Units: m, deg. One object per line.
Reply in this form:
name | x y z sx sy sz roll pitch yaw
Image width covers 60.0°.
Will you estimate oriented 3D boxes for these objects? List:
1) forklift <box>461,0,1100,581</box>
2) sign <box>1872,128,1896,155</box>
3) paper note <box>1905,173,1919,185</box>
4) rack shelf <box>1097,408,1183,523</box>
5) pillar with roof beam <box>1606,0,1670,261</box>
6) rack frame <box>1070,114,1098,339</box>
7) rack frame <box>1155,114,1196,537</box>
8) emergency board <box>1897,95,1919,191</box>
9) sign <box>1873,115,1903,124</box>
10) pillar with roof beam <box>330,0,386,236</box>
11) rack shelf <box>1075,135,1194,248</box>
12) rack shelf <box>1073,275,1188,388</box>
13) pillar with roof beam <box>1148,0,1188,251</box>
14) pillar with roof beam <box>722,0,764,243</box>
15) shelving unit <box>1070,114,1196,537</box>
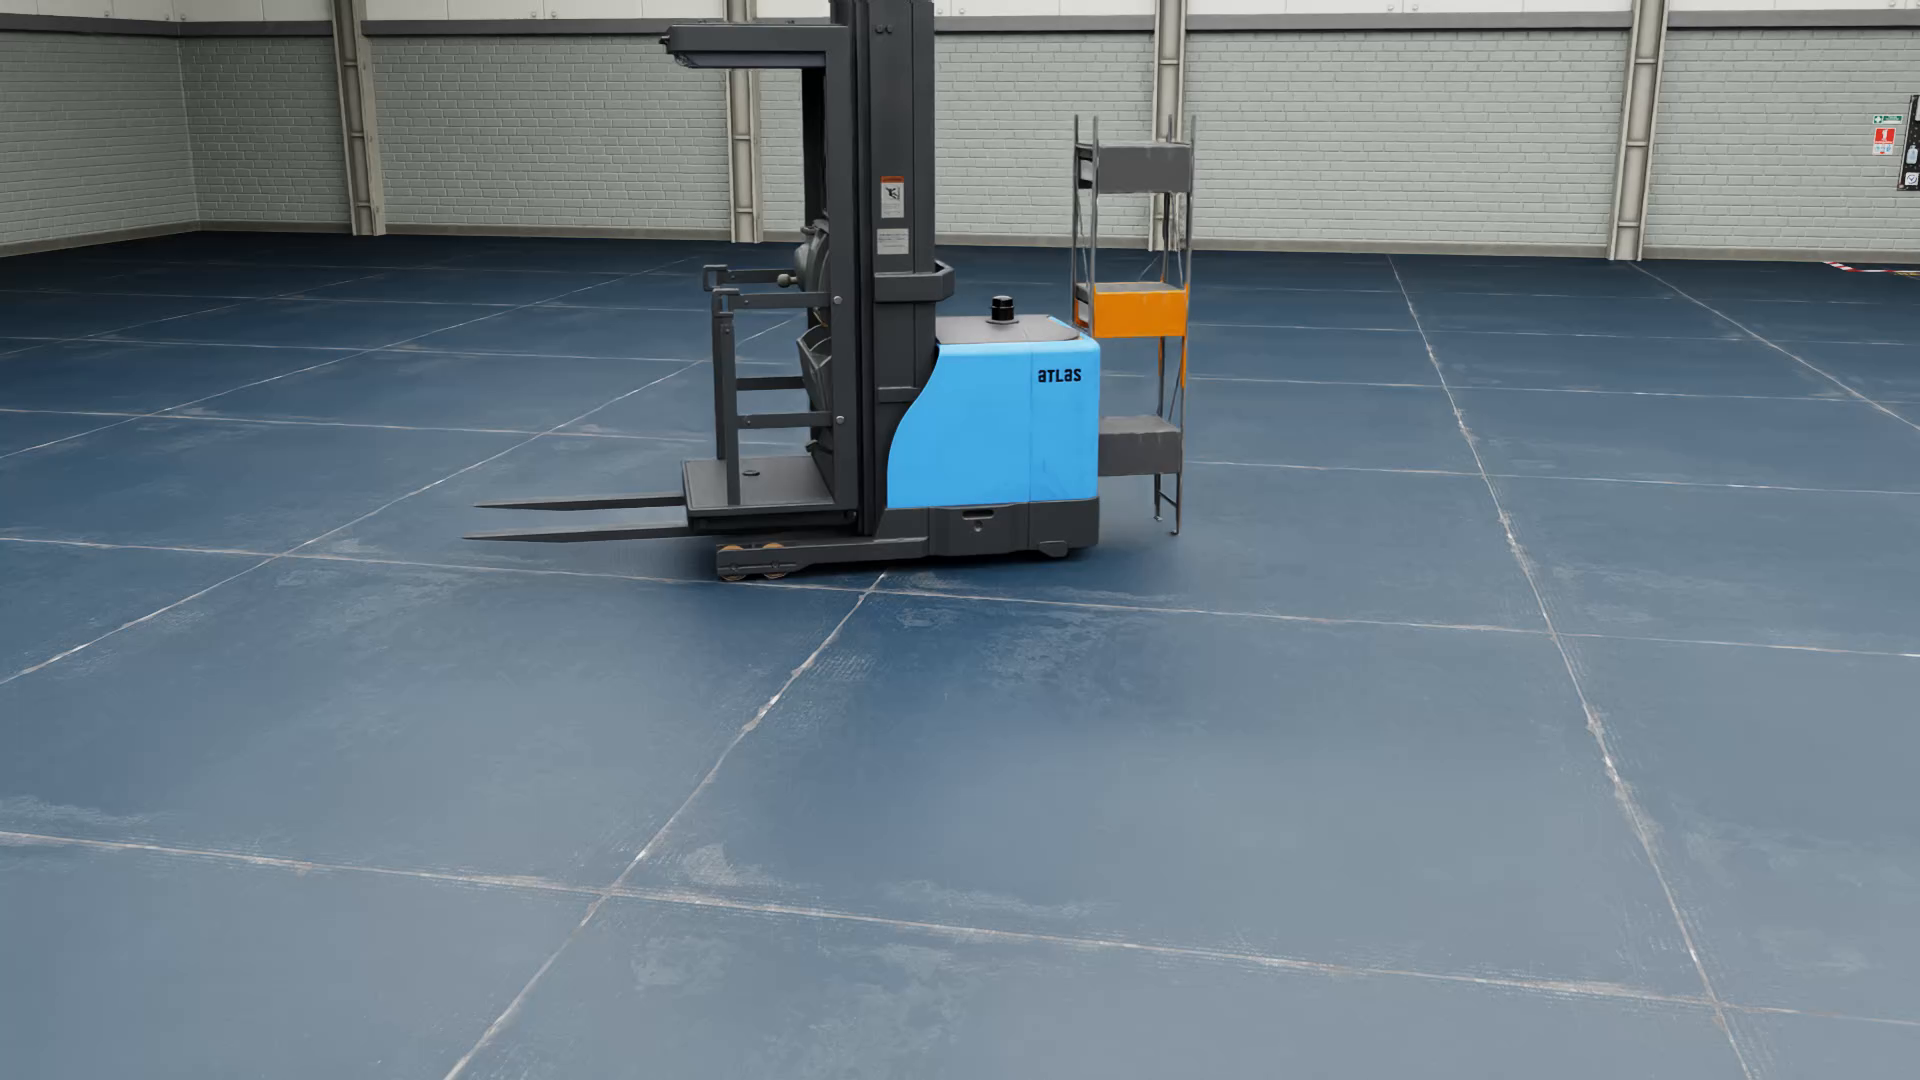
forklift | -0.885 -1.373 7.958 3.031 2.935 1.130 -3 16 -11
sign | 11.630 -5.020 20.928 0.234 0.329 0.001 3 16 11
paper note | 11.991 -4.549 20.946 0.142 0.148 0.016 3 16 11
rack shelf | 0.852 -0.381 8.608 0.480 0.518 0.431 -3 16 -11
pillar with roof beam | 7.827 -6.889 16.504 0.400 9.000 9.100 3 16 11
rack frame | 0.612 -1.056 8.373 0.015 2.100 0.400 -3 16 -11
rack frame | 1.091 -1.081 8.462 0.015 2.100 0.400 -3 16 -11
emergency board | 12.146 -4.951 20.748 0.626 1.169 0.157 3 16 11
sign | 11.632 -5.273 20.848 0.331 0.109 0.001 3 16 11
pillar with roof beam | -9.812 -7.846 19.961 0.400 9.000 9.100 3 16 11
rack shelf | 0.852 -1.730 8.234 0.480 0.518 0.431 -3 16 -11
rack shelf | 0.852 -1.056 8.421 0.480 0.518 0.431 -3 16 -11
pillar with roof beam | 1.948 -7.208 17.656 0.400 9.000 9.100 3 16 11
pillar with roof beam | -3.932 -7.527 18.809 0.400 9.000 9.100 3 16 11
shelving unit | 0.852 -1.069 8.417 0.503 2.100 0.431 -3 16 -11
